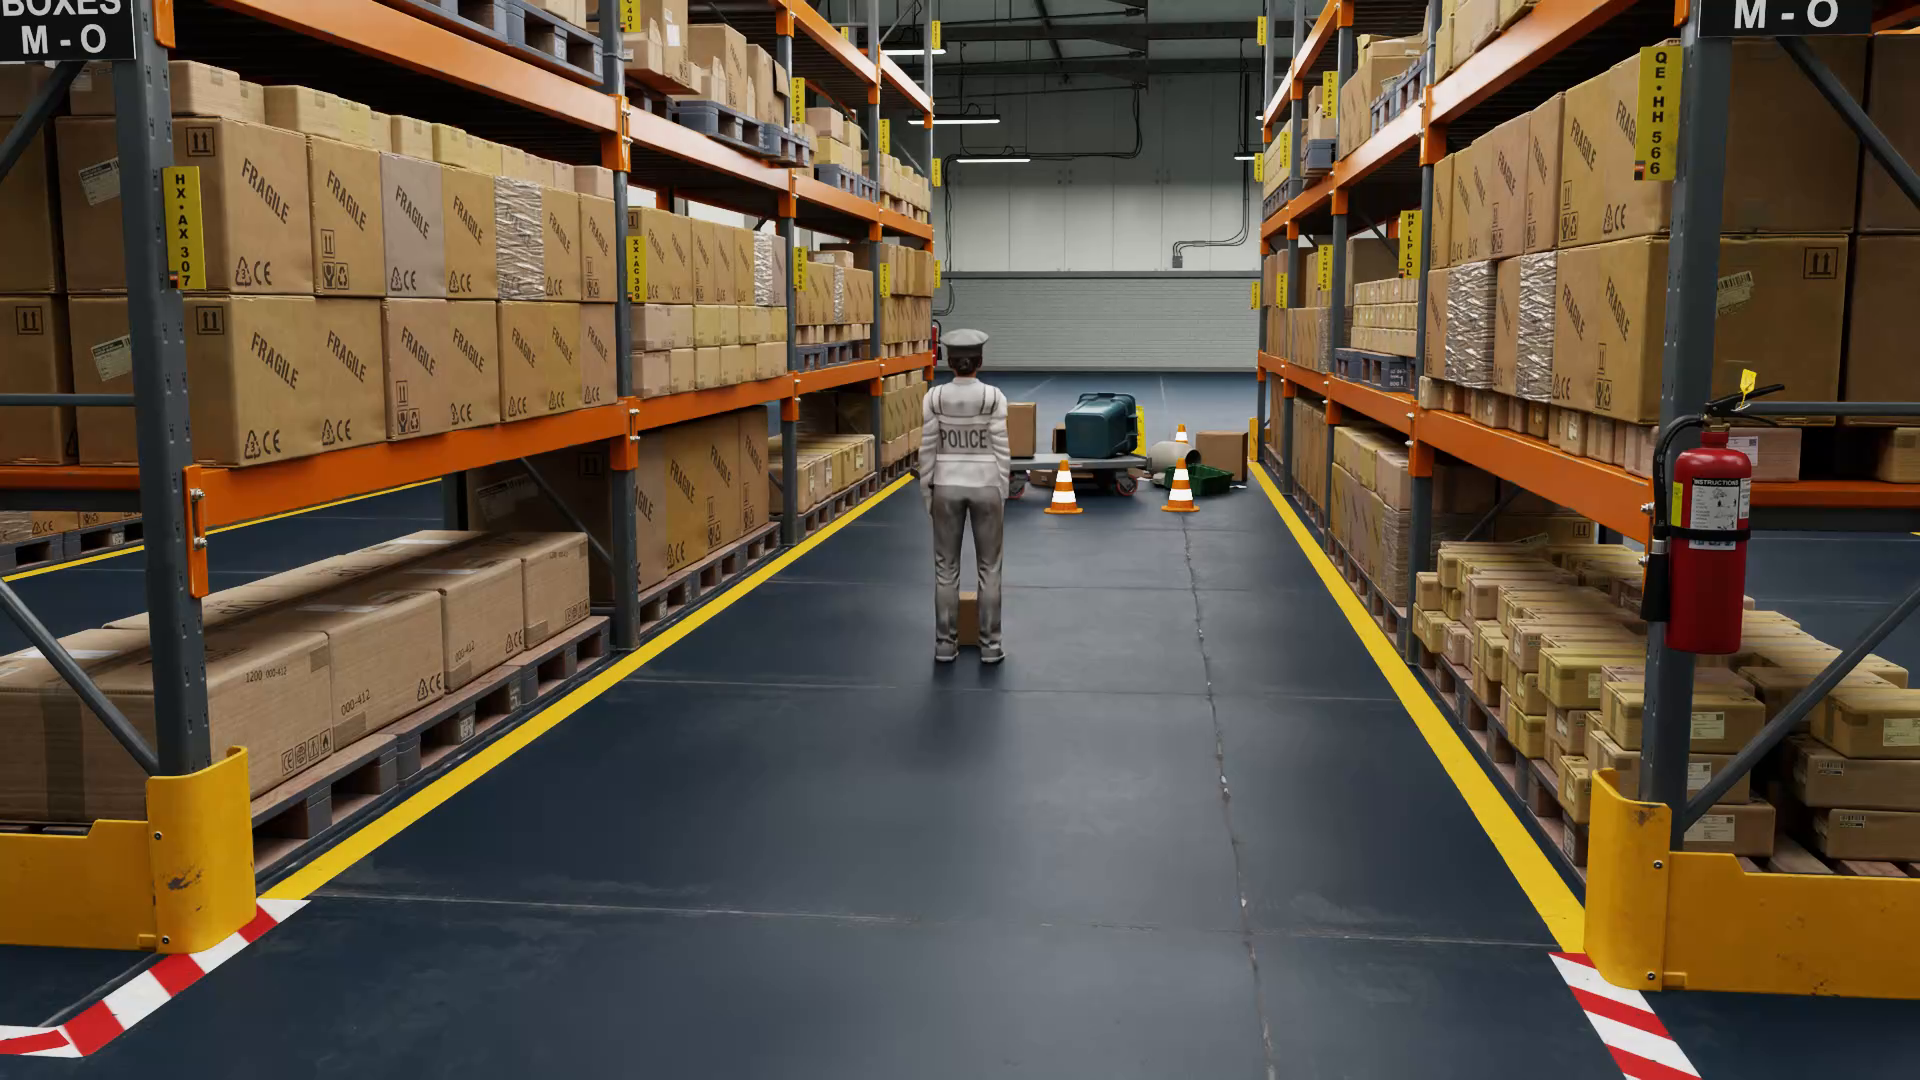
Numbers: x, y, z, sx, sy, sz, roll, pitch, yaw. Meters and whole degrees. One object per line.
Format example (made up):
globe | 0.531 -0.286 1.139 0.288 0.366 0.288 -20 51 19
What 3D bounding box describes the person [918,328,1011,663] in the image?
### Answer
person | 0.026 -0.220 8.378 0.467 1.679 0.341 1 8 8
